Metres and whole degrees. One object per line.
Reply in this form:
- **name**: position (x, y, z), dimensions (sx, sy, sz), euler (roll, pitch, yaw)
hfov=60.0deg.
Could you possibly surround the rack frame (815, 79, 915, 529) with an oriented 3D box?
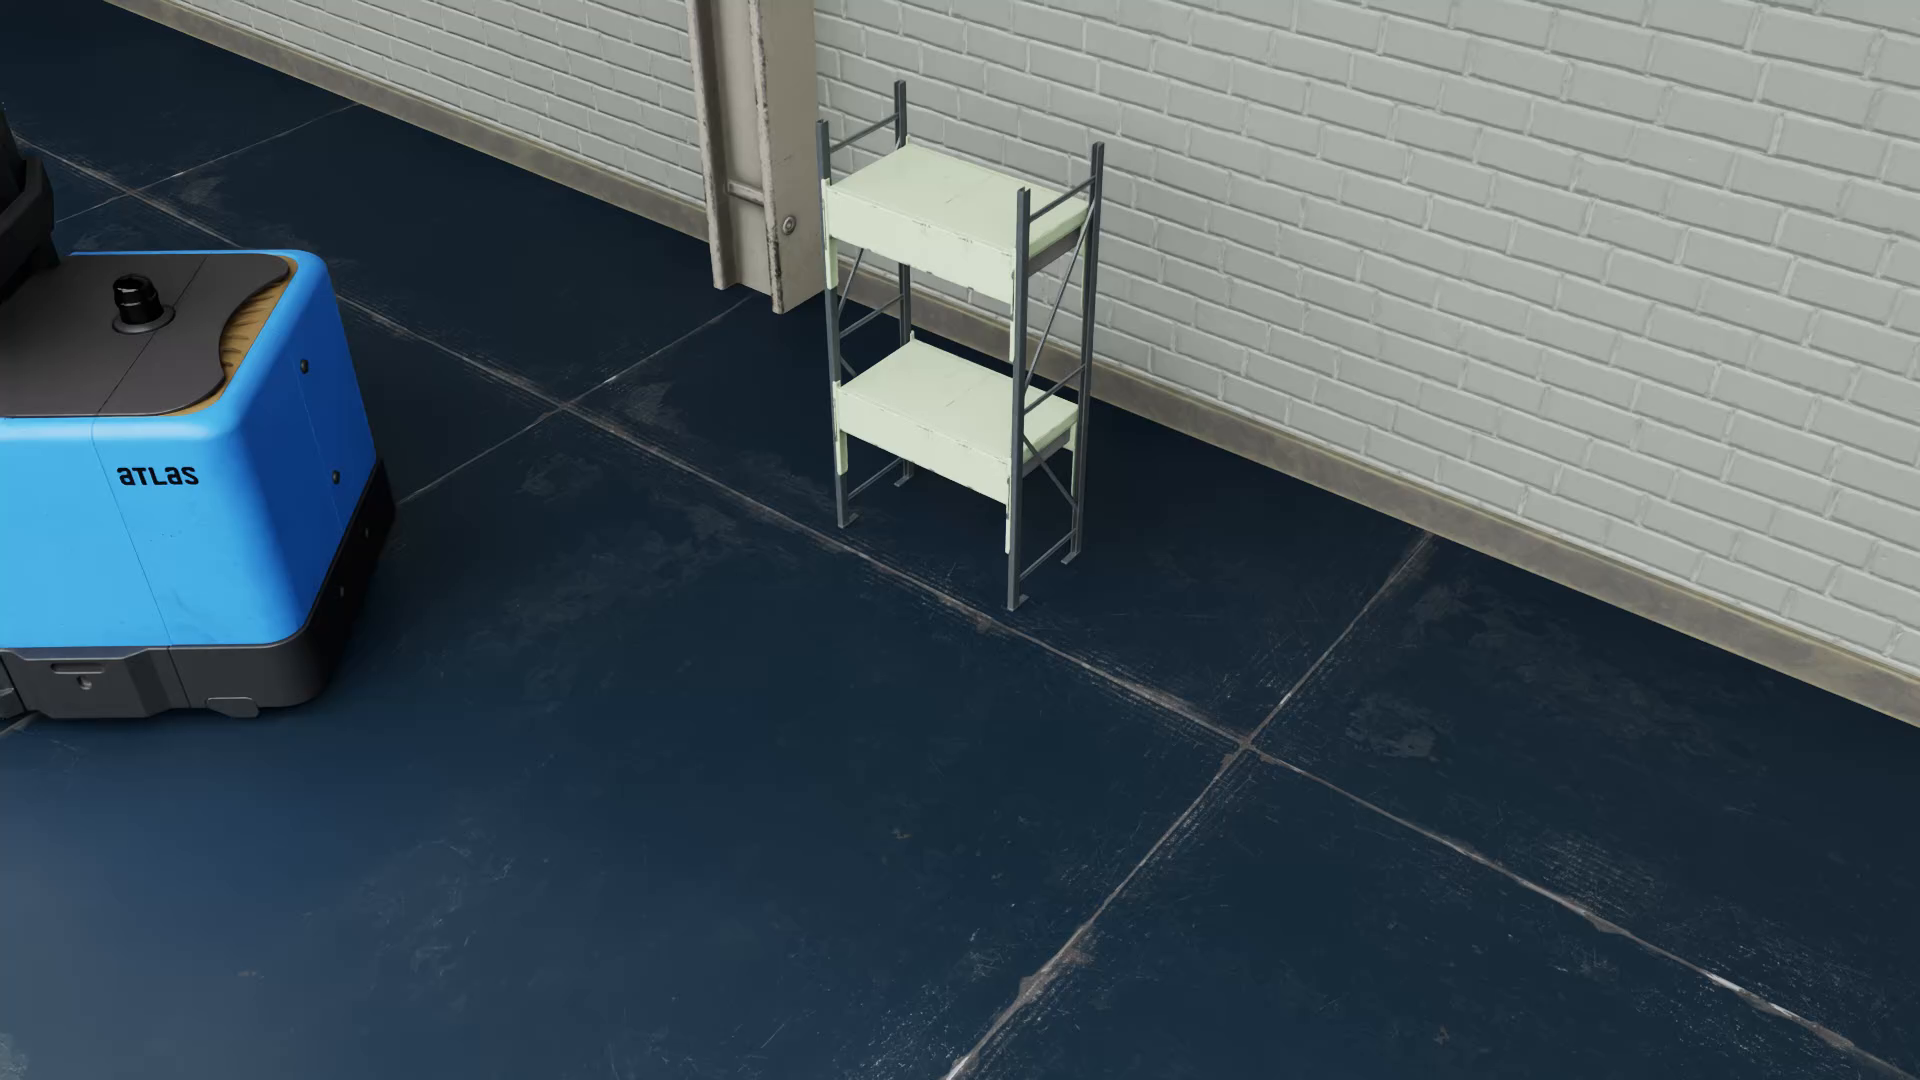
- **rack frame**: position (-0.296, -0.730, 5.466), dimensions (0.023, 1.500, 0.400), euler (25, 45, 29)

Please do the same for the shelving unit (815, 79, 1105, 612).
- **shelving unit**: position (-0.005, -0.593, 5.291), dimensions (0.755, 1.500, 0.431), euler (25, 45, 29)

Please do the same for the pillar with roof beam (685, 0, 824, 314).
- **pillar with roof beam**: position (-3.426, -2.527, 1.678), dimensions (0.400, 9.000, 9.100), euler (25, 45, 29)

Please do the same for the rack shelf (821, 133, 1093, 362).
- **rack shelf**: position (-0.005, -0.900, 5.050), dimensions (0.720, 0.370, 0.431), euler (25, 45, 29)

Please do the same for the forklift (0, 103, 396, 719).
- **forklift**: position (-3.454, -0.901, 4.523), dimensions (3.031, 2.935, 1.130), euler (-1, 38, -1)

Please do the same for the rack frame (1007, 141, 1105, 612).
- **rack frame**: position (0.285, -0.456, 5.116), dimensions (0.023, 1.500, 0.400), euler (25, 45, 29)

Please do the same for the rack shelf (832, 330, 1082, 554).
- **rack shelf**: position (-0.005, -0.336, 5.492), dimensions (0.720, 0.370, 0.431), euler (25, 45, 29)
